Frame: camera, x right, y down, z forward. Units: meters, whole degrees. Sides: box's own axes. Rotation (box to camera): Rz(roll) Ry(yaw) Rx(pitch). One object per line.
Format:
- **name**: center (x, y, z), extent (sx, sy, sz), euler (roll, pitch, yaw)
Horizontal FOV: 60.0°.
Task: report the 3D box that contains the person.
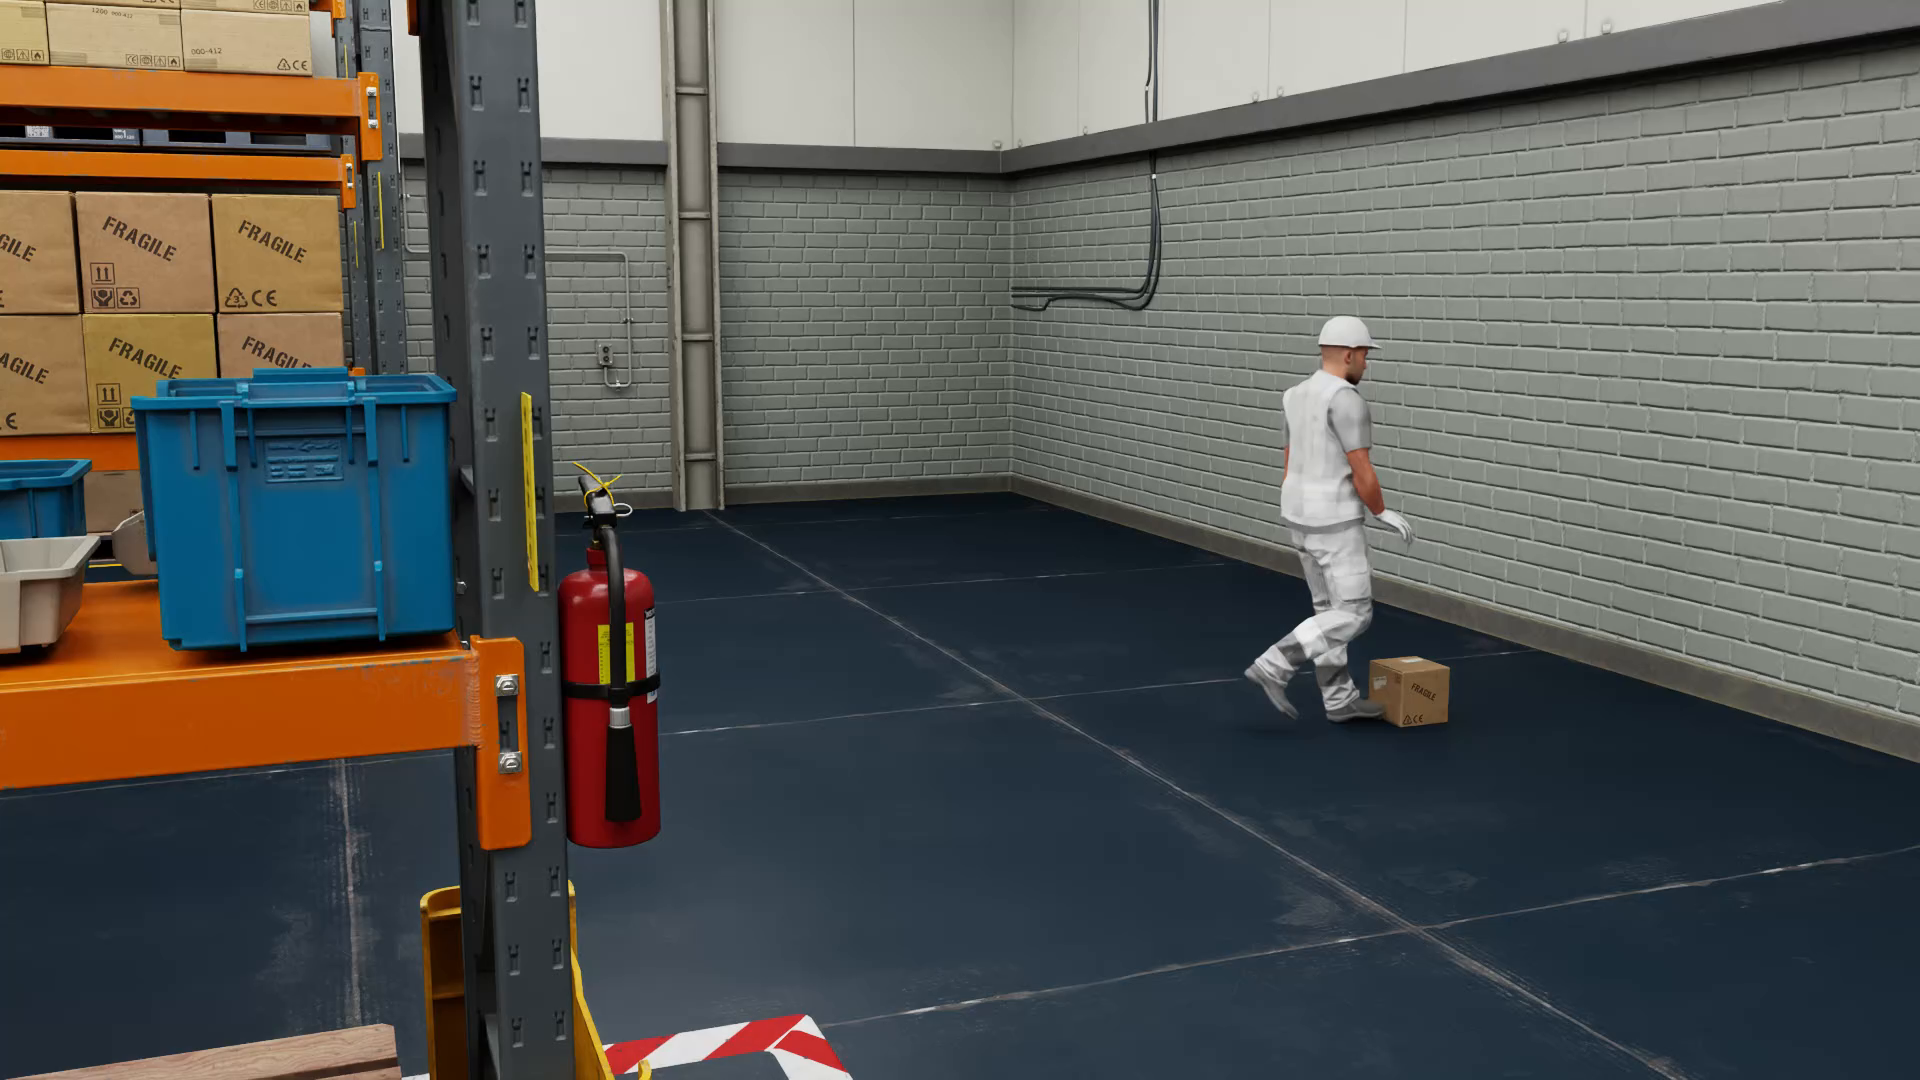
- **person**: center (1.563, -0.062, 7.140), extent (0.770, 1.779, 0.537), euler (-2, 9, -14)
